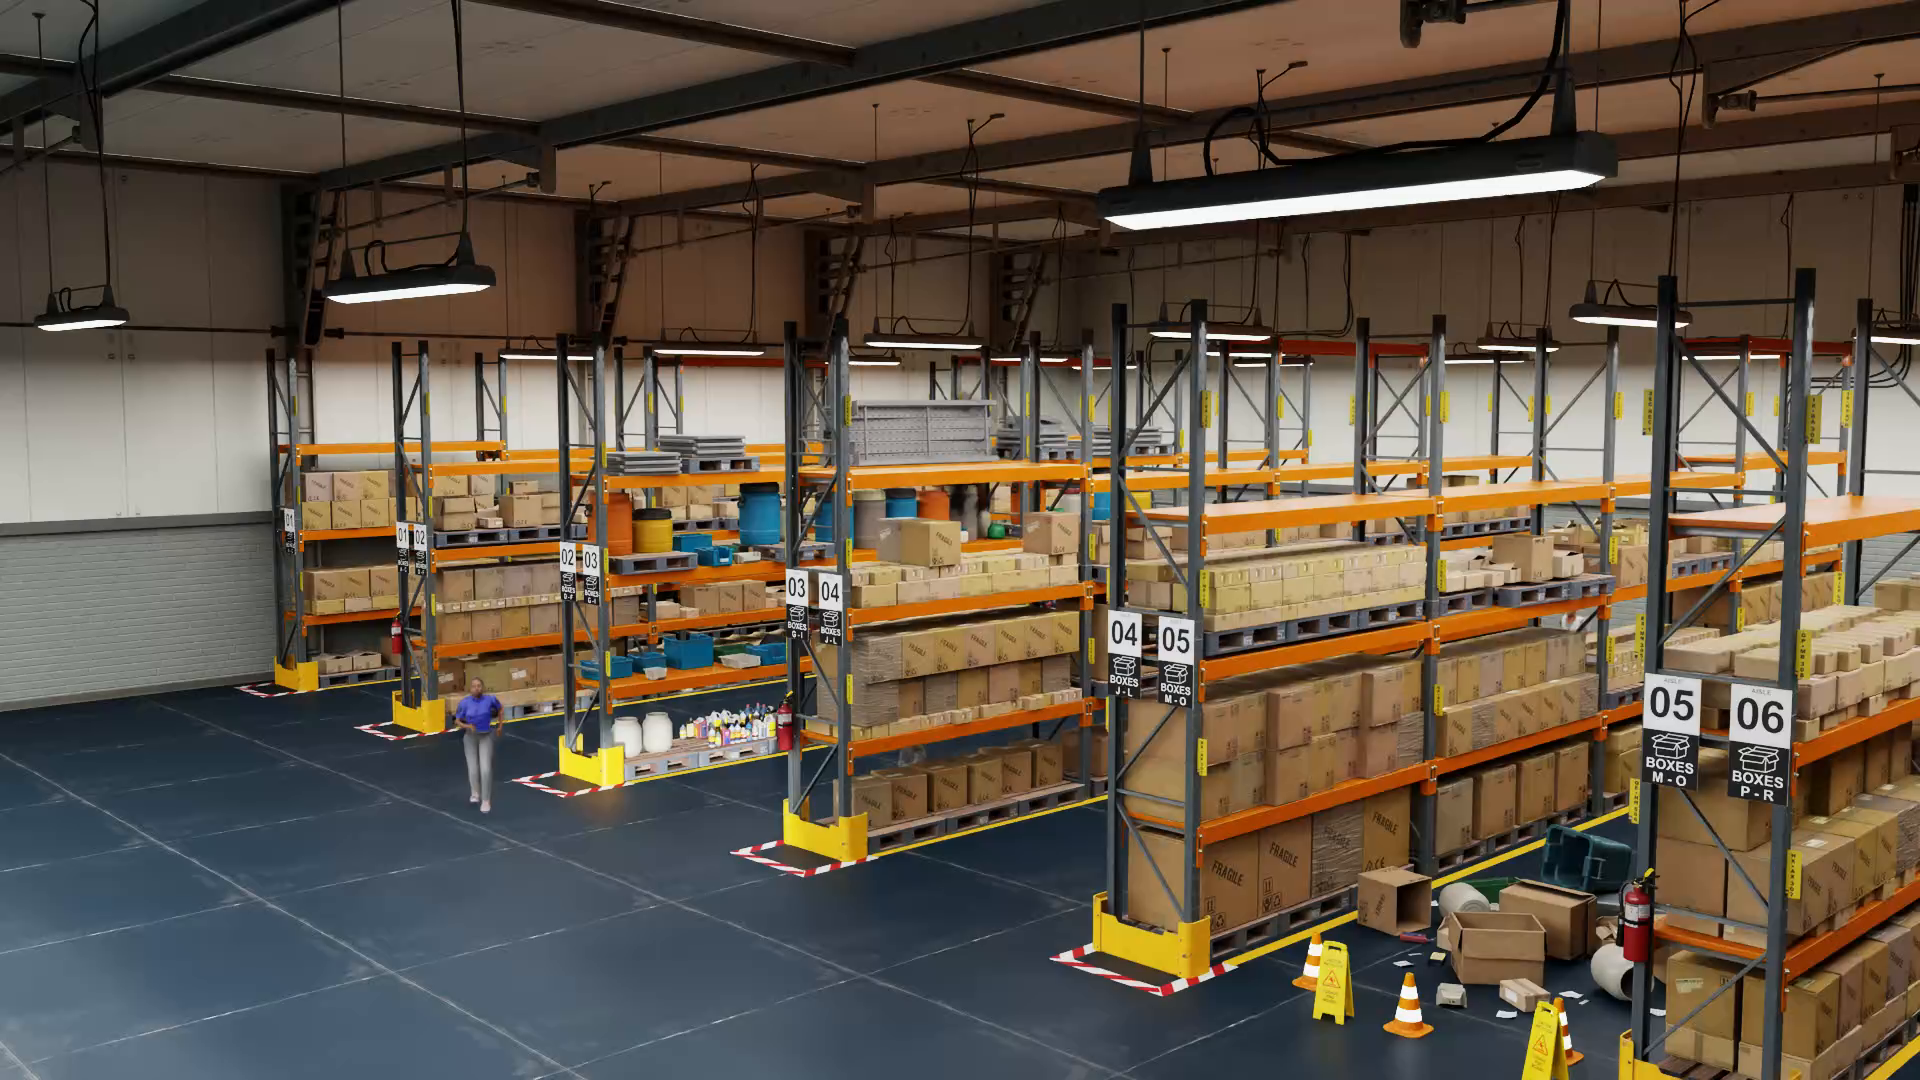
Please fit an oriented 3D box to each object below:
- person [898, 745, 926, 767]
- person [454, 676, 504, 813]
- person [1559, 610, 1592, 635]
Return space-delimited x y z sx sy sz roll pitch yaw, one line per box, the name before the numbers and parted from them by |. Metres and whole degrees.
person | -0.702 2.310 22.655 0.658 1.829 0.828 4 6 38
person | -6.008 2.558 20.800 0.585 1.724 0.746 -1 5 -13
person | 10.324 1.878 27.915 0.861 1.768 0.642 -5 7 -44
